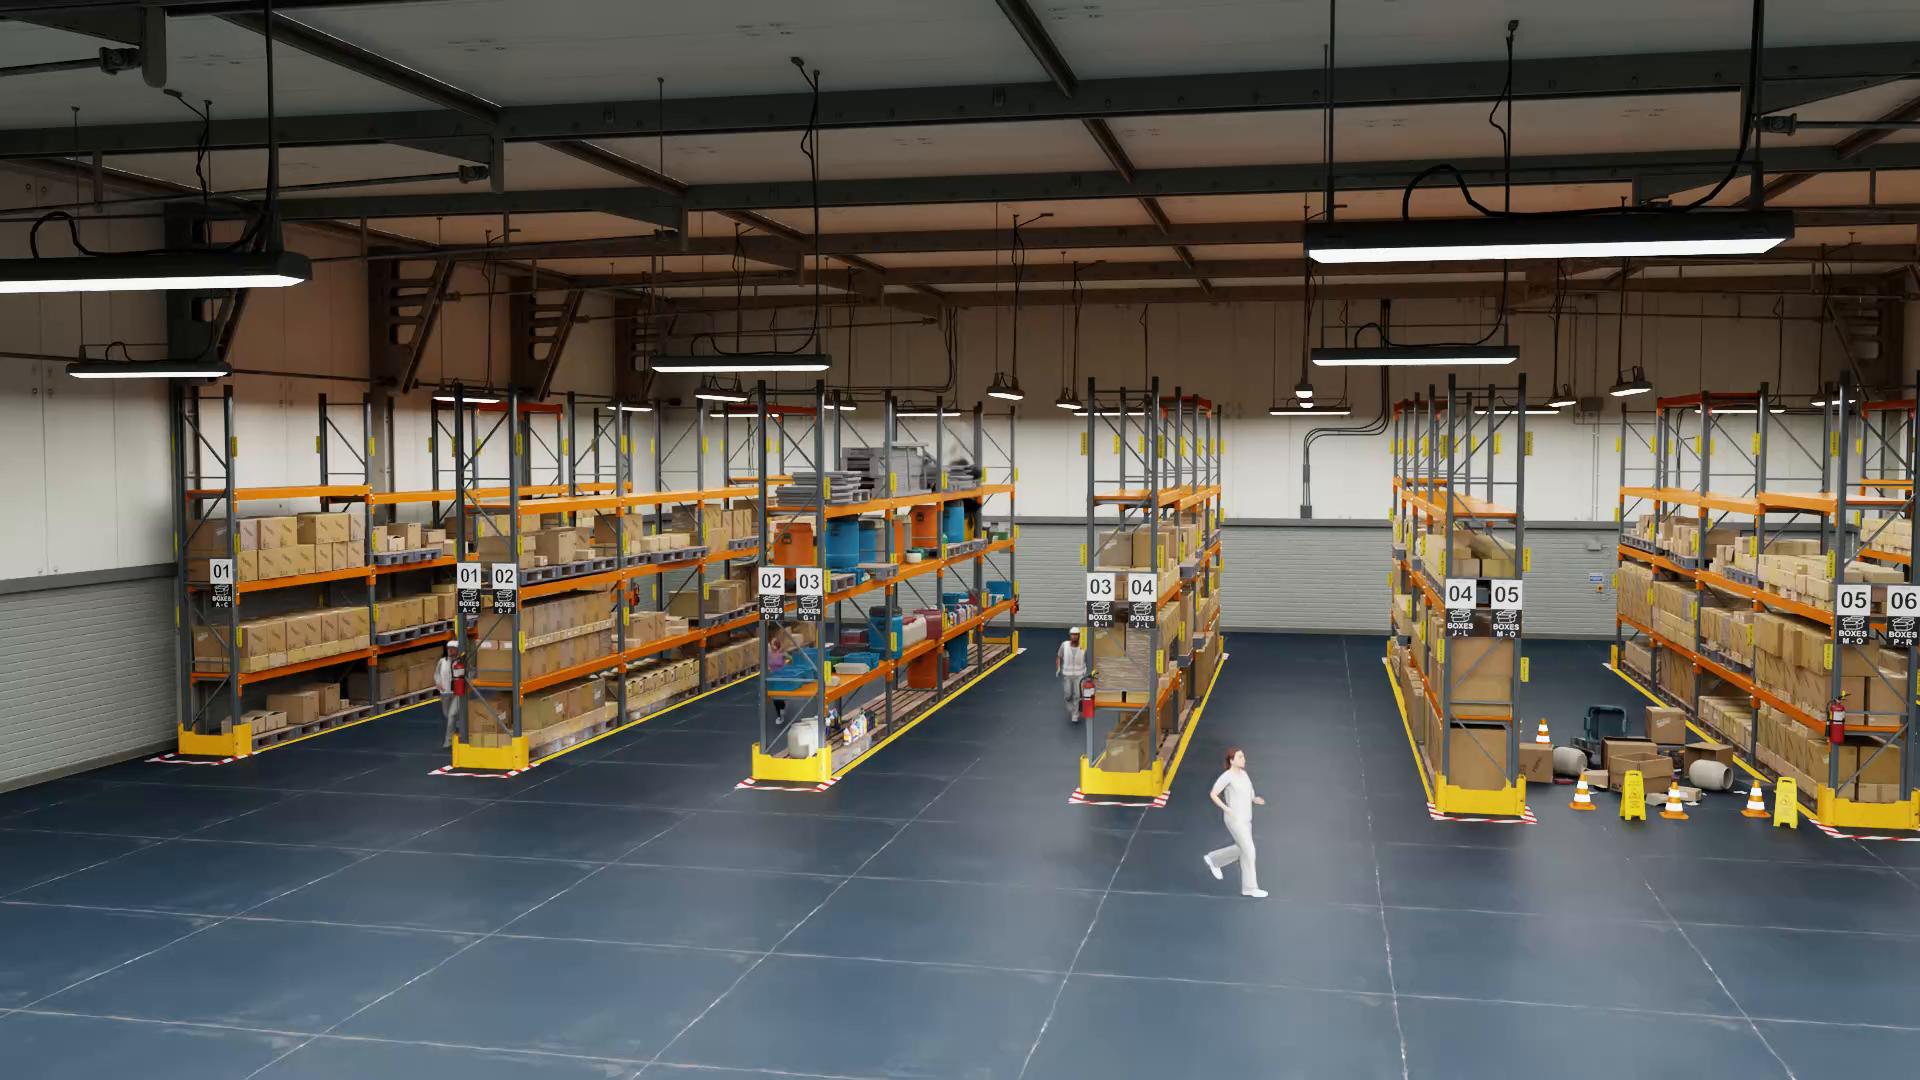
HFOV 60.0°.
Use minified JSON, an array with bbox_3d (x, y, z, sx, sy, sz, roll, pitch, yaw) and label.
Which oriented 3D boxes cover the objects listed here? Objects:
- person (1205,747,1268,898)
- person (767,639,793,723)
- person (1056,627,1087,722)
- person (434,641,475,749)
[{"bbox_3d":[3.079,3.140,18.635,0.859,1.626,0.577,3,4,42],"label":"person"},{"bbox_3d":[-3.267,2.556,29.879,0.565,1.543,0.702,1,3,19],"label":"person"},{"bbox_3d":[2.101,2.441,30.394,0.668,1.728,0.639,0,3,7],"label":"person"},{"bbox_3d":[-8.562,2.575,28.094,0.635,1.766,1.074,0,3,7],"label":"person"}]
